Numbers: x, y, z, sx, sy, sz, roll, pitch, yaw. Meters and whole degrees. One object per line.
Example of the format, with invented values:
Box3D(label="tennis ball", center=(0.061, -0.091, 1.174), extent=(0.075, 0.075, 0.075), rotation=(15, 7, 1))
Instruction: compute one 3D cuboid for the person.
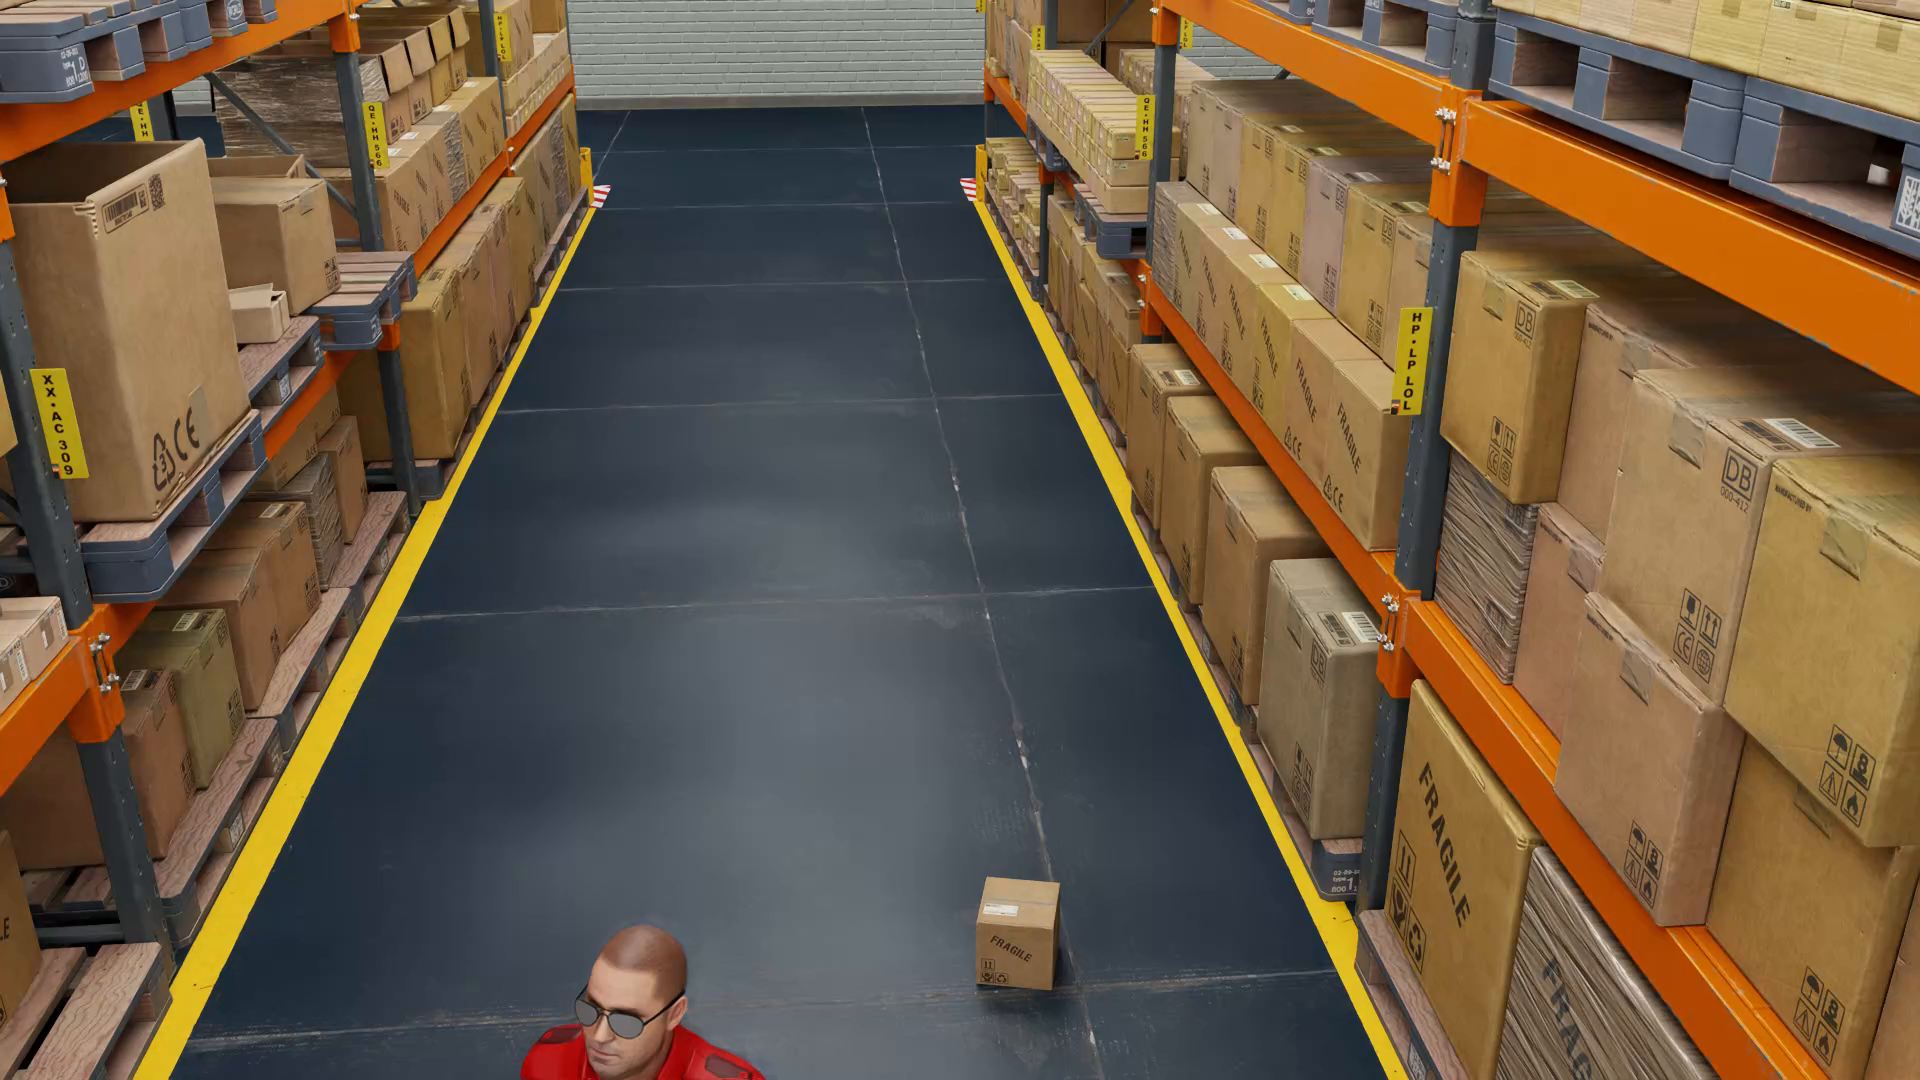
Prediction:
Box3D(label="person", center=(-0.583, 1.468, 3.212), extent=(0.534, 1.704, 0.588), rotation=(6, 24, 13))
